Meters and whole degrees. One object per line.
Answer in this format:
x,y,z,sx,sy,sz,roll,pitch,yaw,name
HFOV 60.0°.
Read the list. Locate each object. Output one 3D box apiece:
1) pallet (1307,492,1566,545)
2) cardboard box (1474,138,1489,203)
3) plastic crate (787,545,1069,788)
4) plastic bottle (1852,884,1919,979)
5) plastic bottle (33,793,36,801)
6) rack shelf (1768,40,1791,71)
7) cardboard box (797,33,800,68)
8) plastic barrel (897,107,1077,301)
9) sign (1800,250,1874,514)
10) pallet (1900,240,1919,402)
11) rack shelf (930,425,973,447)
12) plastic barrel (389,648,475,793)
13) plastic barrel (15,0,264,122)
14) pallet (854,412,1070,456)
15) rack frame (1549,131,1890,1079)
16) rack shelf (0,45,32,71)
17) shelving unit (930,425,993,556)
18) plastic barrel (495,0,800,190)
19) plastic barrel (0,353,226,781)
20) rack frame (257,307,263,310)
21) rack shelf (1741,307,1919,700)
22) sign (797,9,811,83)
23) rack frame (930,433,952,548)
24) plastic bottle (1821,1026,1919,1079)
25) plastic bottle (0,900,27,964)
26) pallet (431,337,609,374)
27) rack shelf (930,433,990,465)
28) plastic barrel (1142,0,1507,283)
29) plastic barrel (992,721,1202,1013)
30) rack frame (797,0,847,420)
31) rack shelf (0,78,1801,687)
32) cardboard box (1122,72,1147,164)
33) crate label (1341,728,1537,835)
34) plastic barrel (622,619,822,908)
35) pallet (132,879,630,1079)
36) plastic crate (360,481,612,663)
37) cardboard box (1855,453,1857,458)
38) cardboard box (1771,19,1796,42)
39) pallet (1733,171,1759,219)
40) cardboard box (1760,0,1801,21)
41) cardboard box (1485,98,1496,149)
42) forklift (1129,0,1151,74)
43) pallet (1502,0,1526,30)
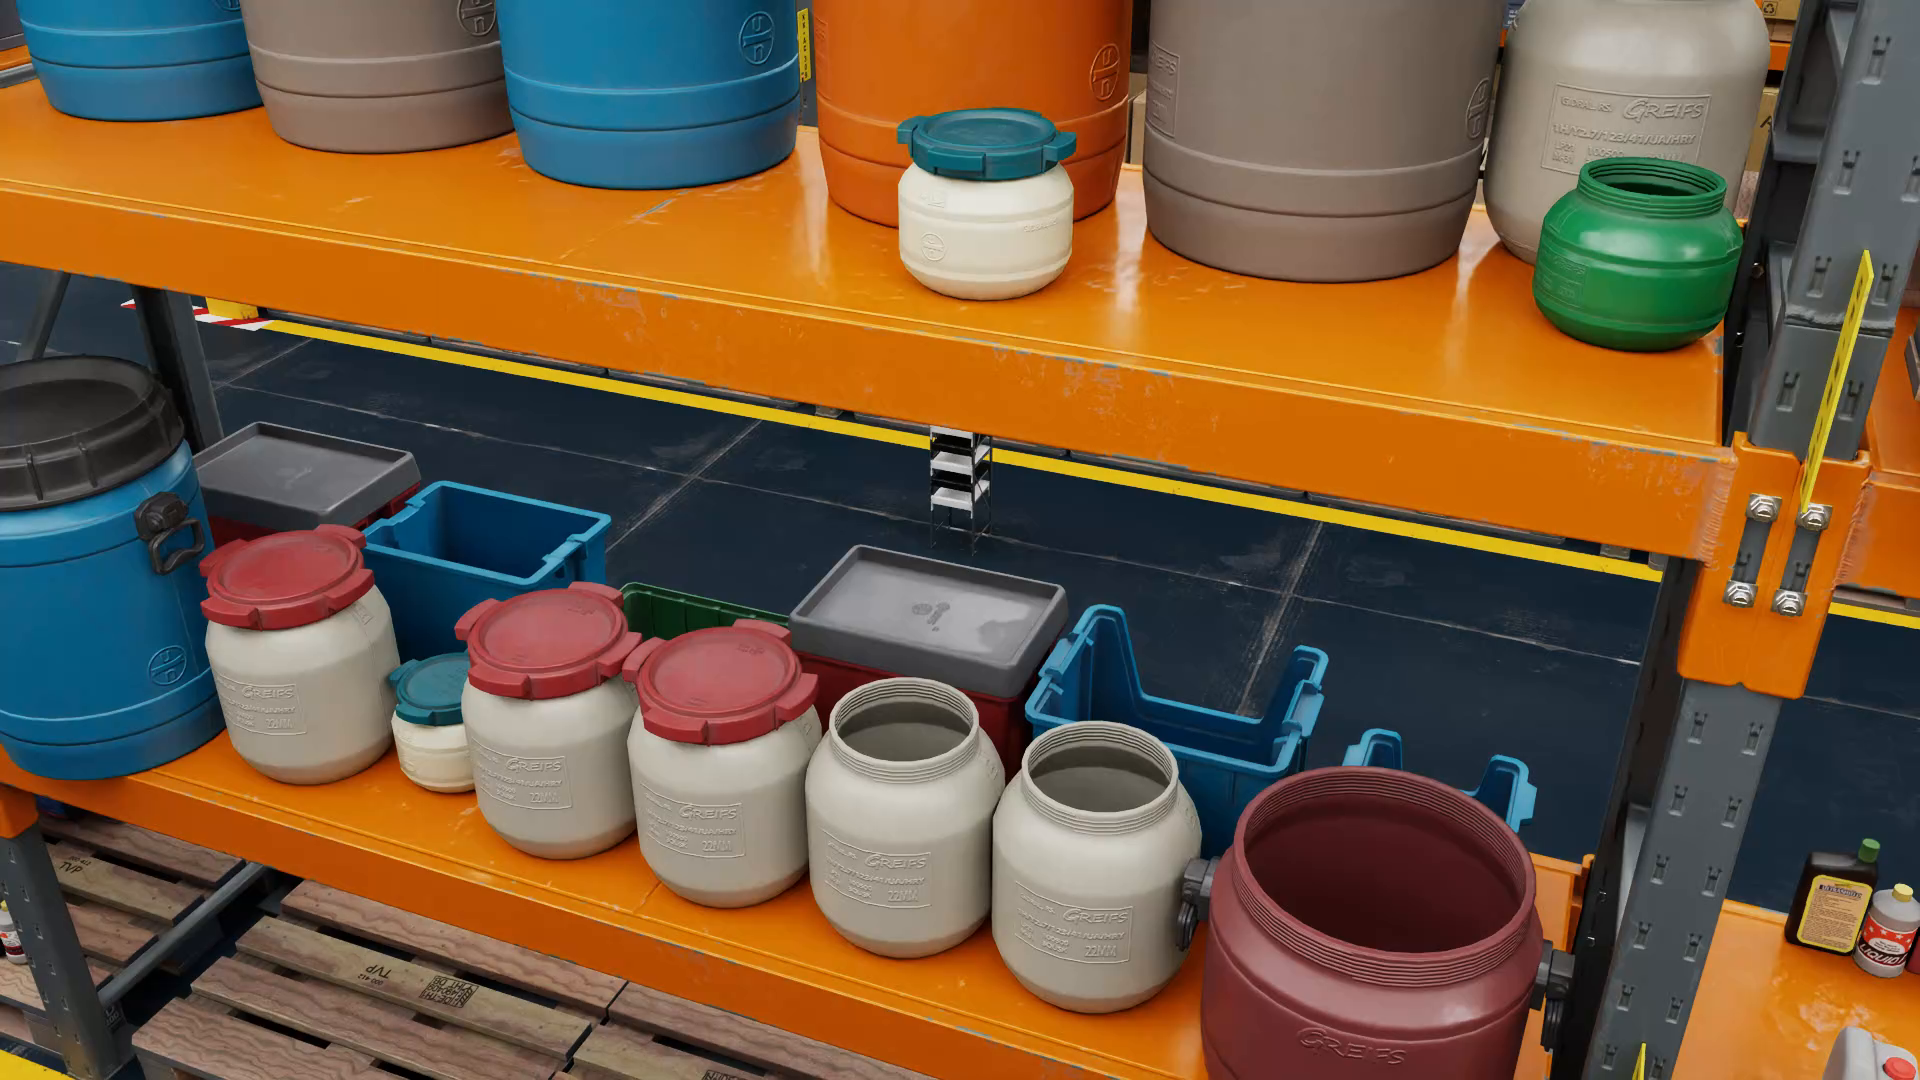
2.427,-0.403,8.249,1.213,0.211,1.003,11,31,19,pallet
2.419,-1.662,7.733,0.500,0.311,0.500,11,31,19,cardboard box
-0.073,0.345,4.027,0.583,0.464,0.402,11,31,19,plastic crate
1.945,0.807,3.475,0.097,0.201,0.097,0,29,0,plastic bottle
-3.169,0.757,5.688,0.097,0.271,0.097,0,29,0,plastic bottle
6.887,-3.023,10.781,4.000,0.370,1.077,11,31,19,rack shelf
-0.864,-2.466,8.303,0.250,0.149,0.380,11,31,19,cardboard box
0.043,-0.564,2.791,0.301,0.262,0.301,0,29,0,plastic barrel
1.109,-0.197,2.109,0.005,0.325,0.100,11,31,19,sign
1.981,-0.227,2.246,1.213,0.211,1.003,11,31,19,pallet
0.008,-0.518,7.454,0.200,0.077,0.258,11,31,19,rack shelf
-1.228,0.446,4.053,0.301,0.262,0.301,0,29,0,plastic barrel
-1.844,-1.458,3.723,0.708,0.901,0.600,11,31,19,plastic barrel
0.166,-0.855,9.047,1.213,0.211,1.003,11,31,19,pallet
1.309,0.811,3.267,0.127,3.000,1.000,11,31,19,rack frame
-4.251,-1.292,4.670,4.000,0.370,1.077,11,31,19,rack shelf
0.008,-0.390,7.526,0.210,0.900,0.258,11,31,19,shelving unit
-0.632,-1.216,3.295,0.708,0.901,0.600,11,31,19,plastic barrel
-2.153,0.062,4.082,0.708,0.901,0.600,11,31,19,plastic barrel
-4.238,-2.927,9.880,0.127,3.000,1.000,11,31,19,rack frame
3.163,0.188,2.051,4.000,0.370,1.077,11,31,19,rack shelf
-0.739,-2.345,7.890,0.005,0.325,0.100,11,31,19,sign
-0.087,-0.409,7.559,0.006,0.900,0.240,11,31,19,rack frame
1.646,1.023,3.018,0.135,0.276,0.152,11,31,19,plastic bottle
-2.851,1.172,5.024,0.097,0.201,0.097,0,29,0,plastic bottle
-2.387,-1.364,9.949,1.213,0.211,1.003,11,31,19,pallet
0.008,-0.440,7.498,0.200,0.077,0.258,11,31,19,rack shelf
0.630,-0.964,2.849,0.600,0.901,0.600,0,29,0,plastic barrel
0.276,0.669,3.404,0.421,0.512,0.421,0,29,0,plastic barrel
-0.531,-2.187,8.571,0.127,3.000,1.000,11,31,19,rack frame
-0.544,-0.552,3.361,4.000,0.370,1.077,11,31,19,rack shelf
0.662,-1.984,8.109,0.500,0.500,0.500,14,32,23,cardboard box
1.060,0.635,3.748,0.416,0.233,0.303,11,31,19,crate label
-0.512,0.504,3.671,0.433,0.535,0.433,0,29,0,plastic barrel
-1.655,1.412,5.037,1.213,0.211,1.003,11,31,19,pallet
-1.258,0.140,4.470,0.575,0.384,0.392,11,31,19,plastic crate
3.977,-0.242,7.222,0.500,0.500,0.500,10,31,17,cardboard box
5.482,-3.389,10.932,0.250,0.149,0.380,12,32,20,cardboard box
3.830,-1.270,7.144,1.003,0.211,1.213,11,31,19,pallet
5.388,-3.682,10.791,0.500,0.500,0.500,12,32,21,cardboard box
3.914,-3.067,12.222,0.500,0.500,0.700,11,31,19,cardboard box
1.600,-2.655,9.469,3.031,2.935,1.130,10,31,18,forklift
4.334,-3.706,11.453,1.003,0.211,1.213,11,31,19,pallet
